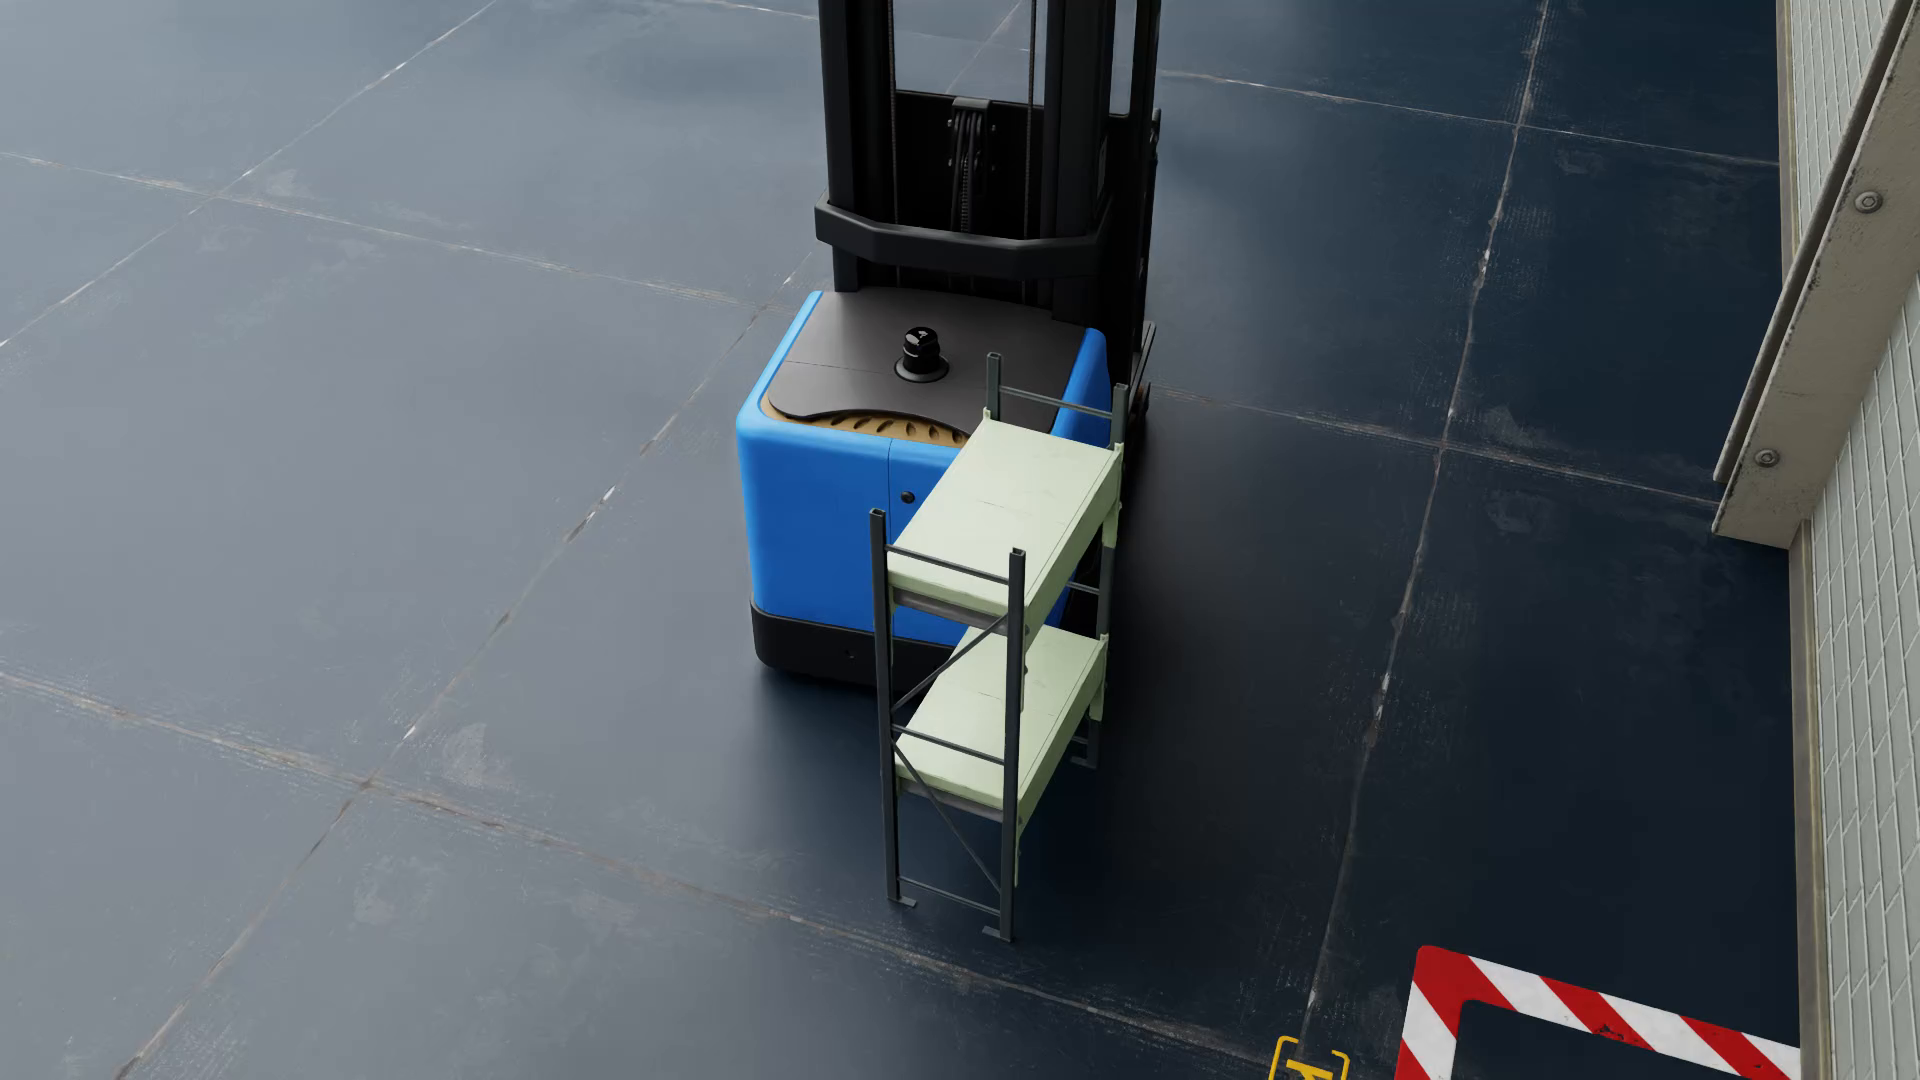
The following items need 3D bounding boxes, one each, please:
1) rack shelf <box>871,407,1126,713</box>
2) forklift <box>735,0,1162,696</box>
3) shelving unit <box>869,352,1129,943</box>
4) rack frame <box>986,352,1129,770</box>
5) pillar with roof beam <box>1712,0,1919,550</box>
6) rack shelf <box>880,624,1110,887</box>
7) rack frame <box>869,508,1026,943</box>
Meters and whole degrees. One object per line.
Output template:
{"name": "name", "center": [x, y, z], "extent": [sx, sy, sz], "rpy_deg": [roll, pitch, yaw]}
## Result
{"name": "rack shelf", "center": [0.114, 0.036, 4.451], "extent": [0.431, 0.370, 0.720], "rpy_deg": [16, 43, 18]}
{"name": "forklift", "center": [0.154, -1.512, 5.763], "extent": [1.130, 2.935, 3.031], "rpy_deg": [9, 41, 11]}
{"name": "shelving unit", "center": [0.114, 0.333, 4.705], "extent": [0.431, 1.500, 0.755], "rpy_deg": [16, 43, 18]}
{"name": "rack frame", "center": [0.261, 0.115, 4.960], "extent": [0.400, 1.500, 0.023], "rpy_deg": [16, 43, 18]}
{"name": "pillar with roof beam", "center": [-0.993, -4.491, 4.580], "extent": [9.100, 9.000, 0.400], "rpy_deg": [13, 42, 15]}
{"name": "rack shelf", "center": [0.114, 0.581, 4.916], "extent": [0.431, 0.370, 0.720], "rpy_deg": [16, 43, 18]}
{"name": "rack frame", "center": [-0.032, 0.550, 4.449], "extent": [0.400, 1.500, 0.023], "rpy_deg": [16, 43, 18]}
